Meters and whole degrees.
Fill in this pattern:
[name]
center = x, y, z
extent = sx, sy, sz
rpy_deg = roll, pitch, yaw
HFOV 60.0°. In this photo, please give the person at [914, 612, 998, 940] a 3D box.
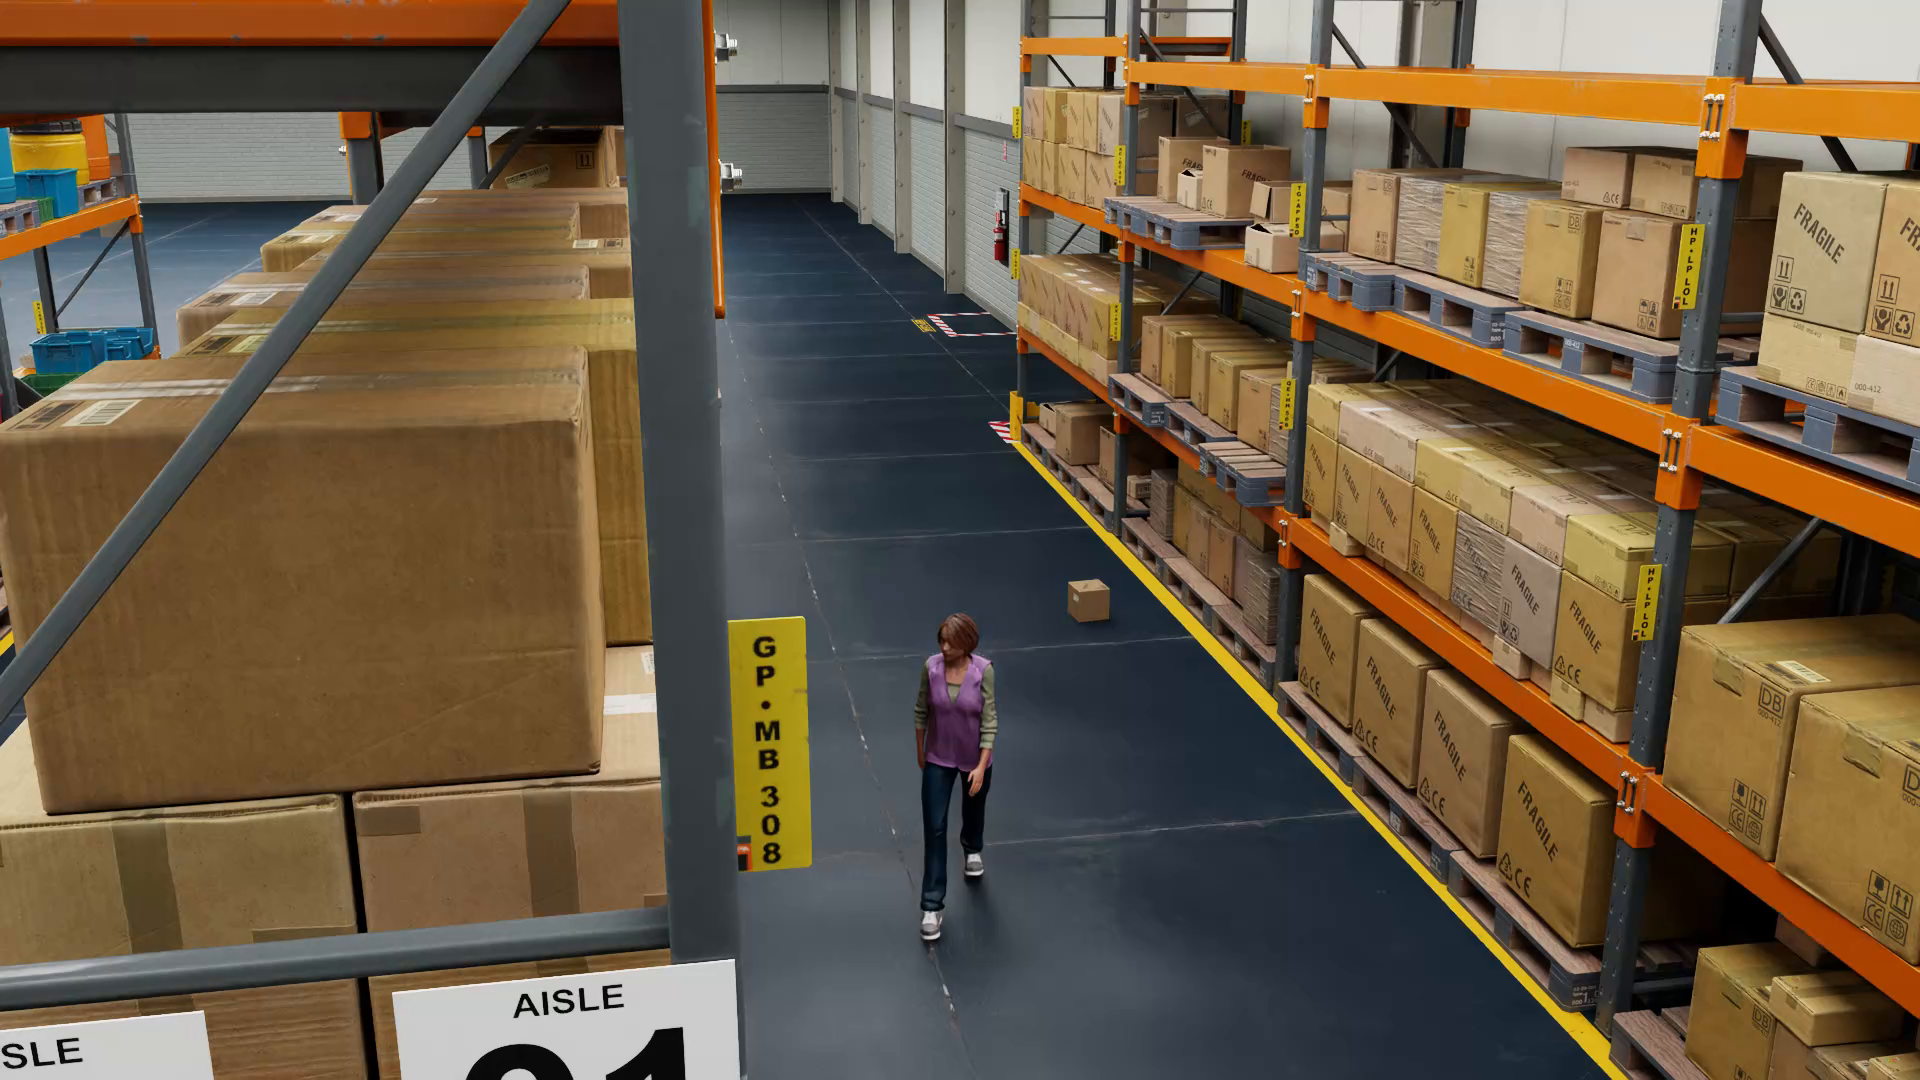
[person]
center = -0.024, 1.112, 8.324
extent = 0.429, 1.521, 0.942
rpy_deg = 1, 17, 3
